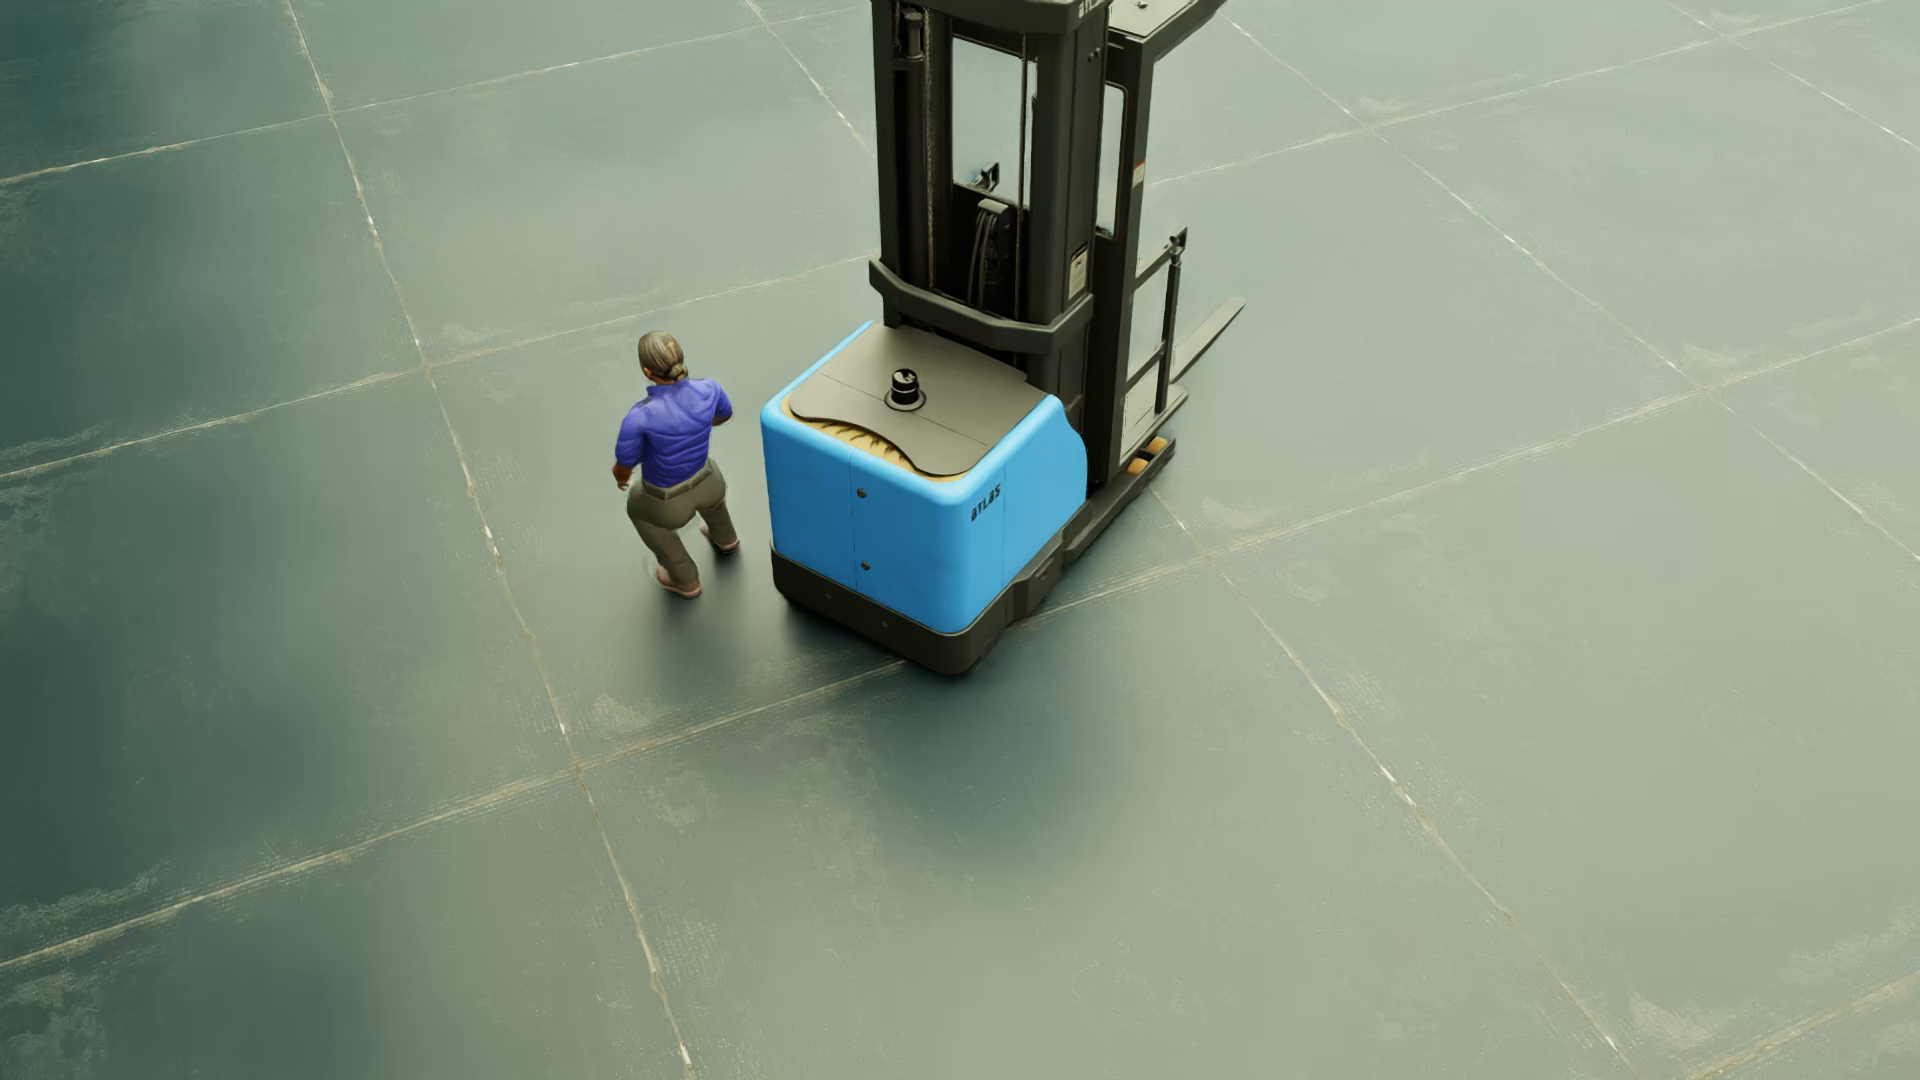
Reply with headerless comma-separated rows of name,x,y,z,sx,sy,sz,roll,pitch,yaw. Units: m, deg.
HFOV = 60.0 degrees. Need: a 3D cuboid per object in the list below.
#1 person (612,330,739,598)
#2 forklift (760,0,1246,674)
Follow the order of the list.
person,-1.241,-0.342,7.125,0.681,1.547,0.631,-30,51,-28
forklift,0.403,-1.471,7.256,1.130,2.935,3.031,25,48,24
